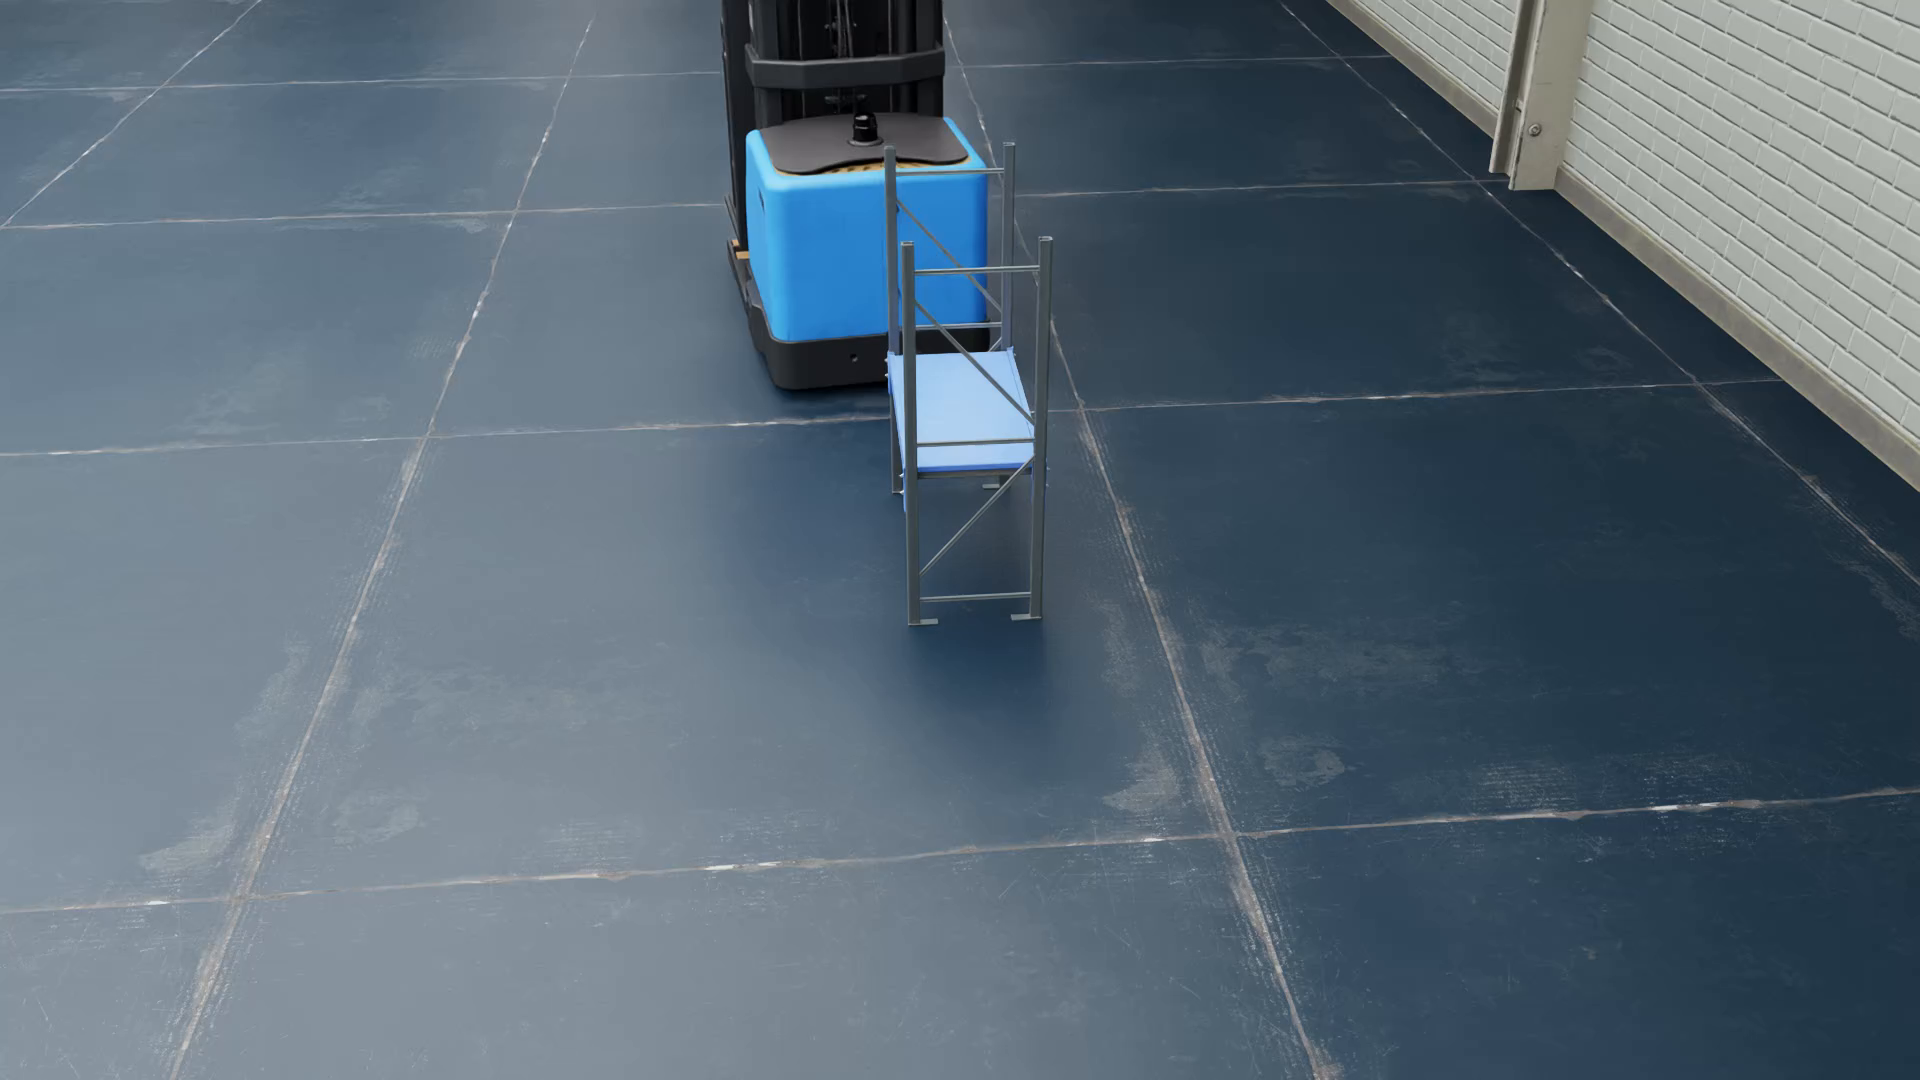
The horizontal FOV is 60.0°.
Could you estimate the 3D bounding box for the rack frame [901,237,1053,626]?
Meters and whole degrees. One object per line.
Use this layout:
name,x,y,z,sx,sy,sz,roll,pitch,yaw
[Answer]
rack frame,0.055,-0.341,5.858,0.500,1.500,0.032,-3,31,-5

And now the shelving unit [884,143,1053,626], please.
shelving unit,0.008,-0.600,6.292,0.538,1.500,1.048,-3,31,-5

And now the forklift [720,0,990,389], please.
forklift,-0.681,-2.707,8.423,1.130,2.935,3.031,-7,31,-11

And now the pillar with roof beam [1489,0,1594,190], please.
pillar with roof beam,-0.696,-5.956,7.947,9.100,9.000,0.400,-3,31,-5

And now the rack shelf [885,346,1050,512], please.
rack shelf,0.008,-0.446,6.385,0.538,0.185,1.000,-3,31,-5

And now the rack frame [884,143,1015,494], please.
rack frame,-0.040,-0.860,6.727,0.500,1.500,0.032,-3,31,-5
